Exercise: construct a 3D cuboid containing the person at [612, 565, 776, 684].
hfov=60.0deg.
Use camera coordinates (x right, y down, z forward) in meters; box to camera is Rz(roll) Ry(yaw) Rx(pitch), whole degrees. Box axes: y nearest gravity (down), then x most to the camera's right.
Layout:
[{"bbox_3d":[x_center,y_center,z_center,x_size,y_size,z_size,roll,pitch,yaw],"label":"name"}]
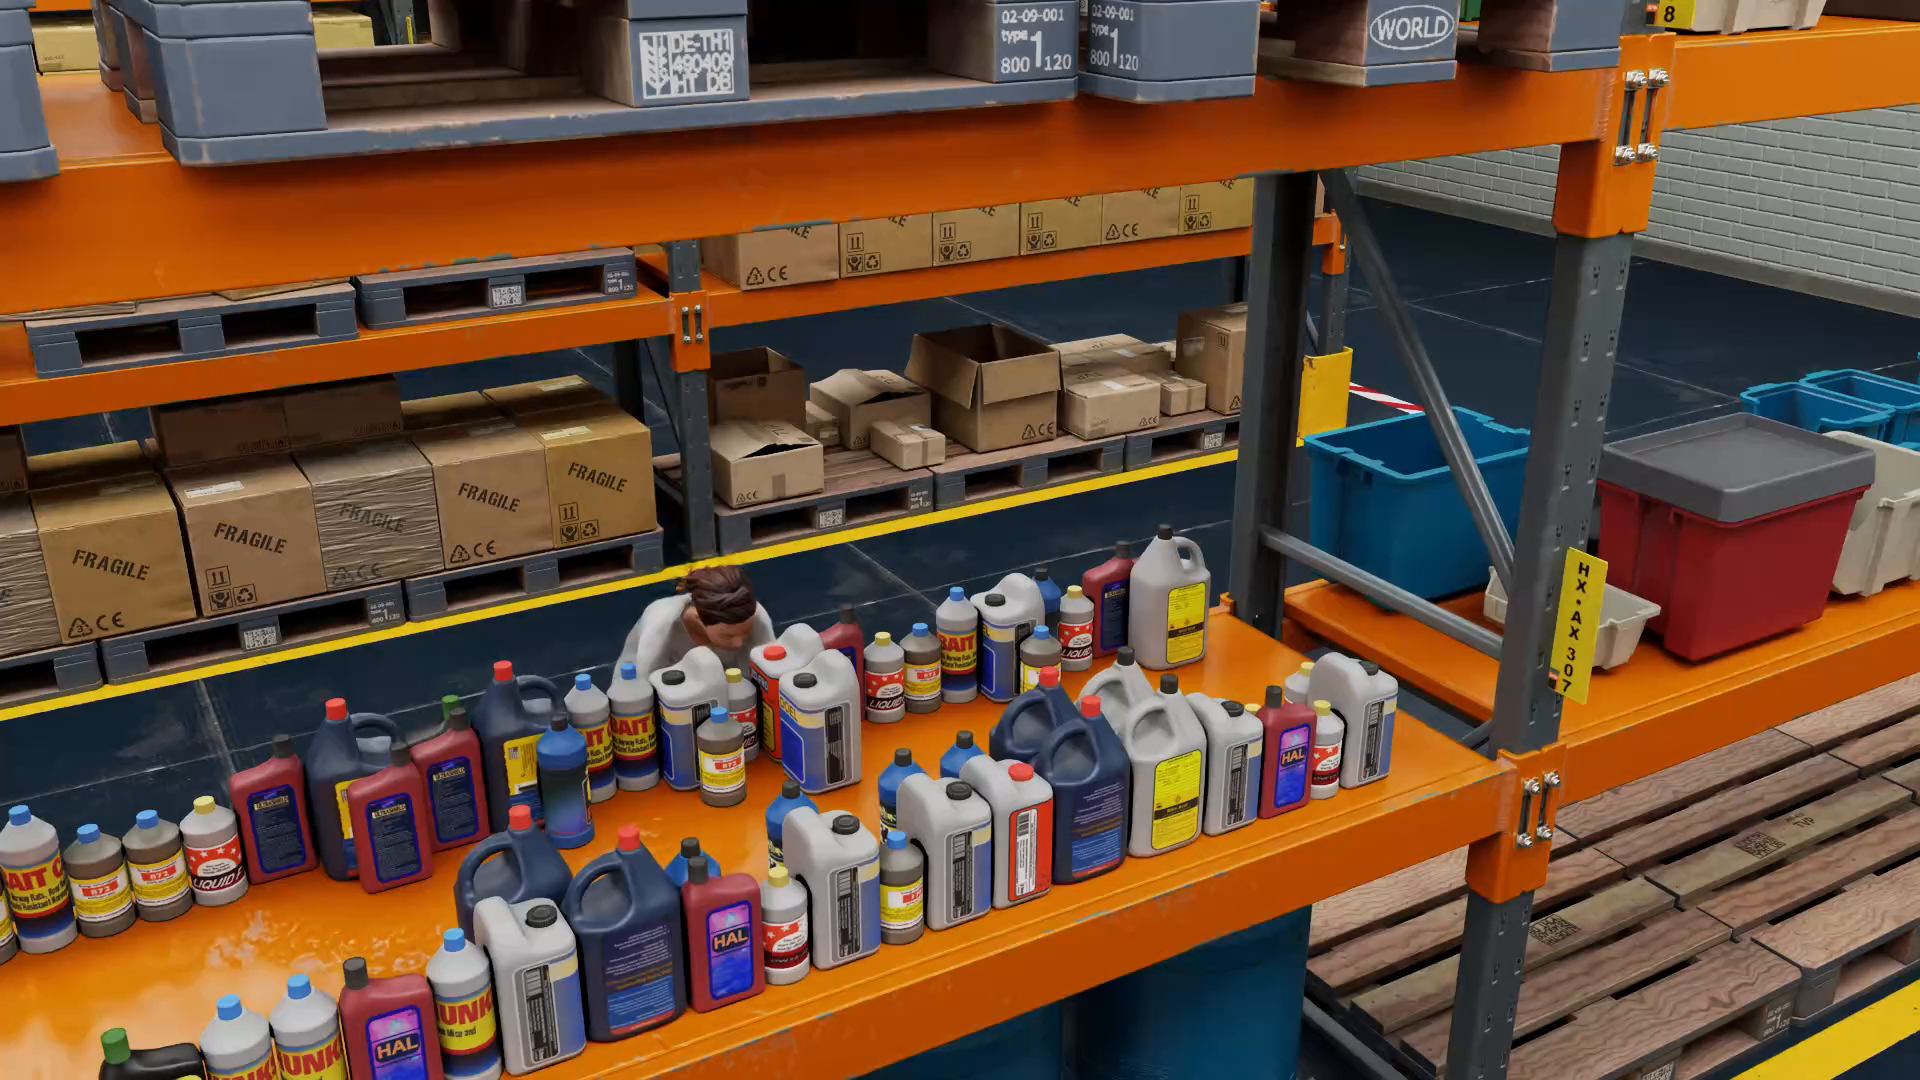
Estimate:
[{"bbox_3d":[-0.799,0.595,5.149,0.495,1.275,0.697,-12,25,-28],"label":"person"}]
